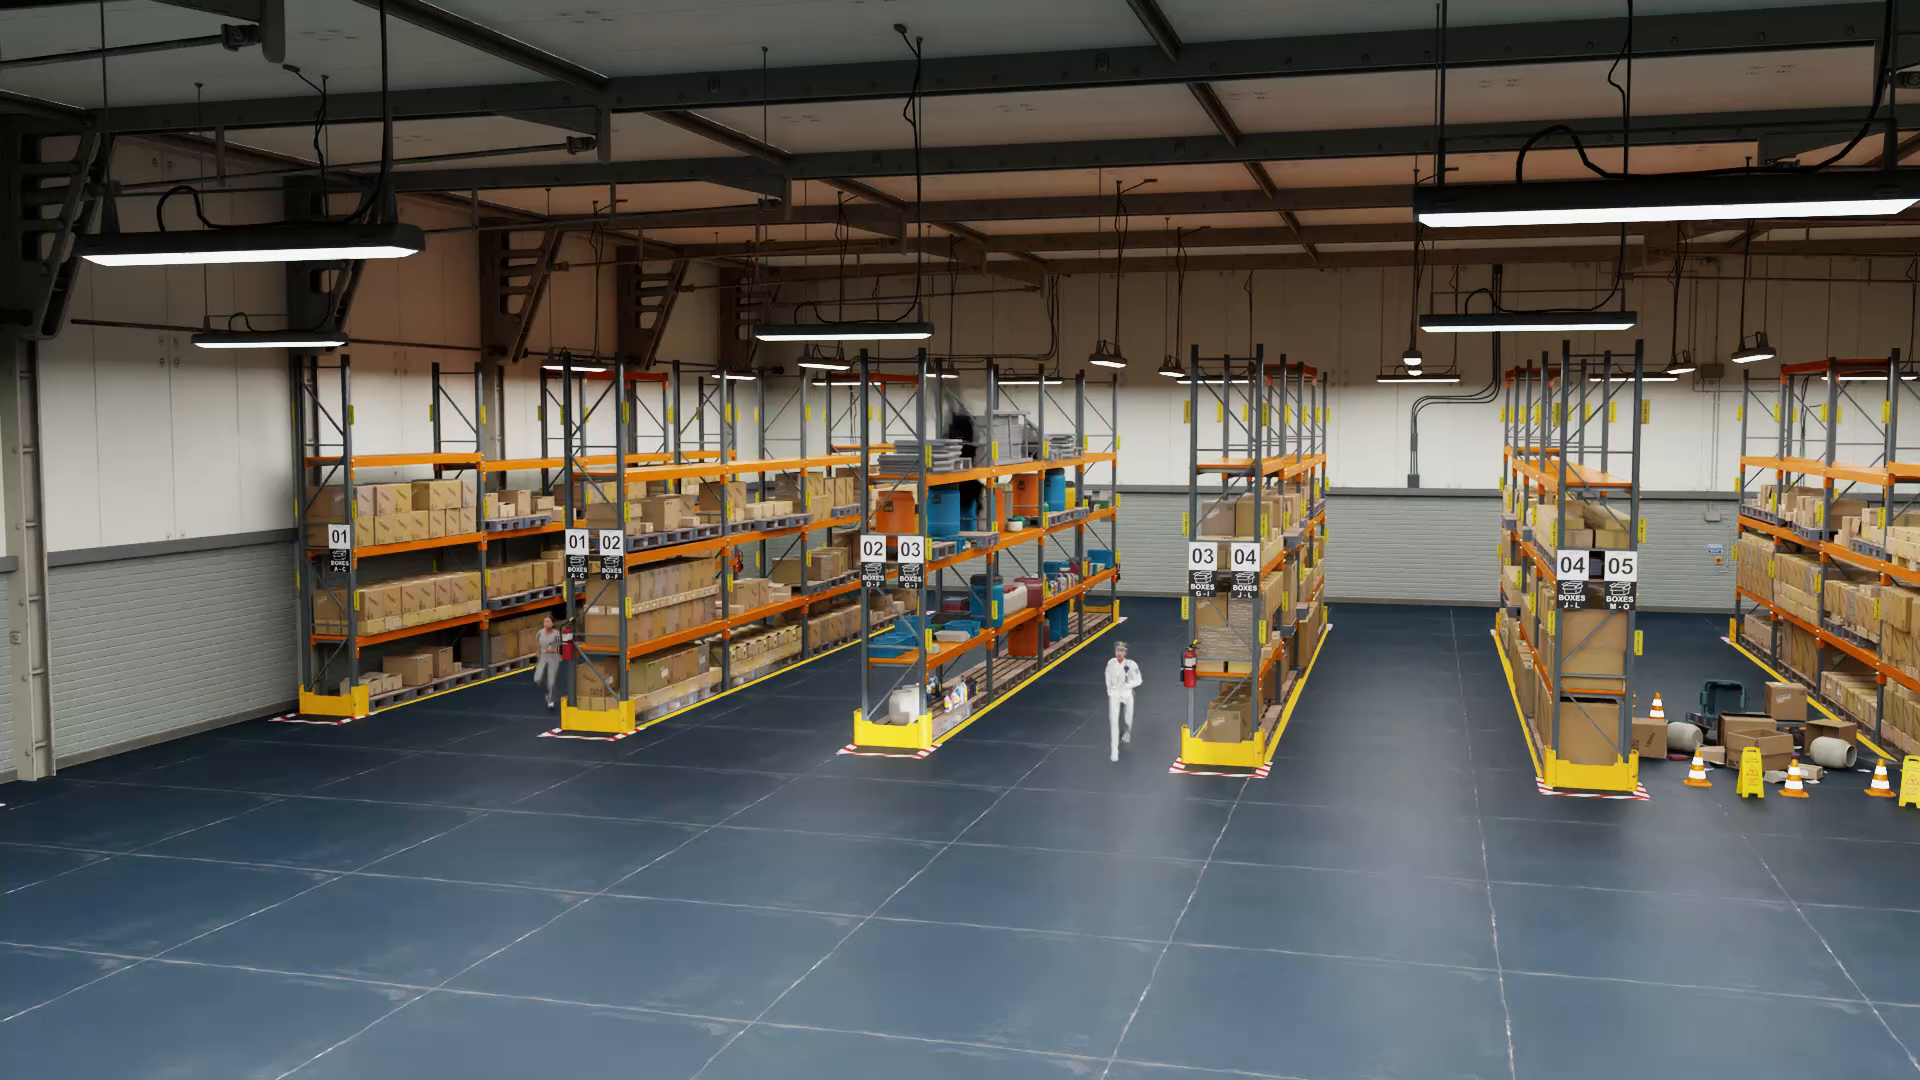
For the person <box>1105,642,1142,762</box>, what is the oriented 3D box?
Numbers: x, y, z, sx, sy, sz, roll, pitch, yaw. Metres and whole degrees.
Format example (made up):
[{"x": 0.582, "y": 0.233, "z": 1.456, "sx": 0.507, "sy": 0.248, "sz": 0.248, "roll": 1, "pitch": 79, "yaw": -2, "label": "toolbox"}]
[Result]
[{"x": 2.401, "y": 2.339, "z": 24.464, "sx": 0.568, "sy": 1.740, "sz": 1.004, "roll": 1, "pitch": 4, "yaw": 10, "label": "person"}]

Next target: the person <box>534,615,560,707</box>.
[{"x": -6.994, "y": 2.067, "z": 28.223, "sx": 0.557, "sy": 1.602, "sz": 0.635, "roll": 1, "pitch": 4, "yaw": 7, "label": "person"}]
